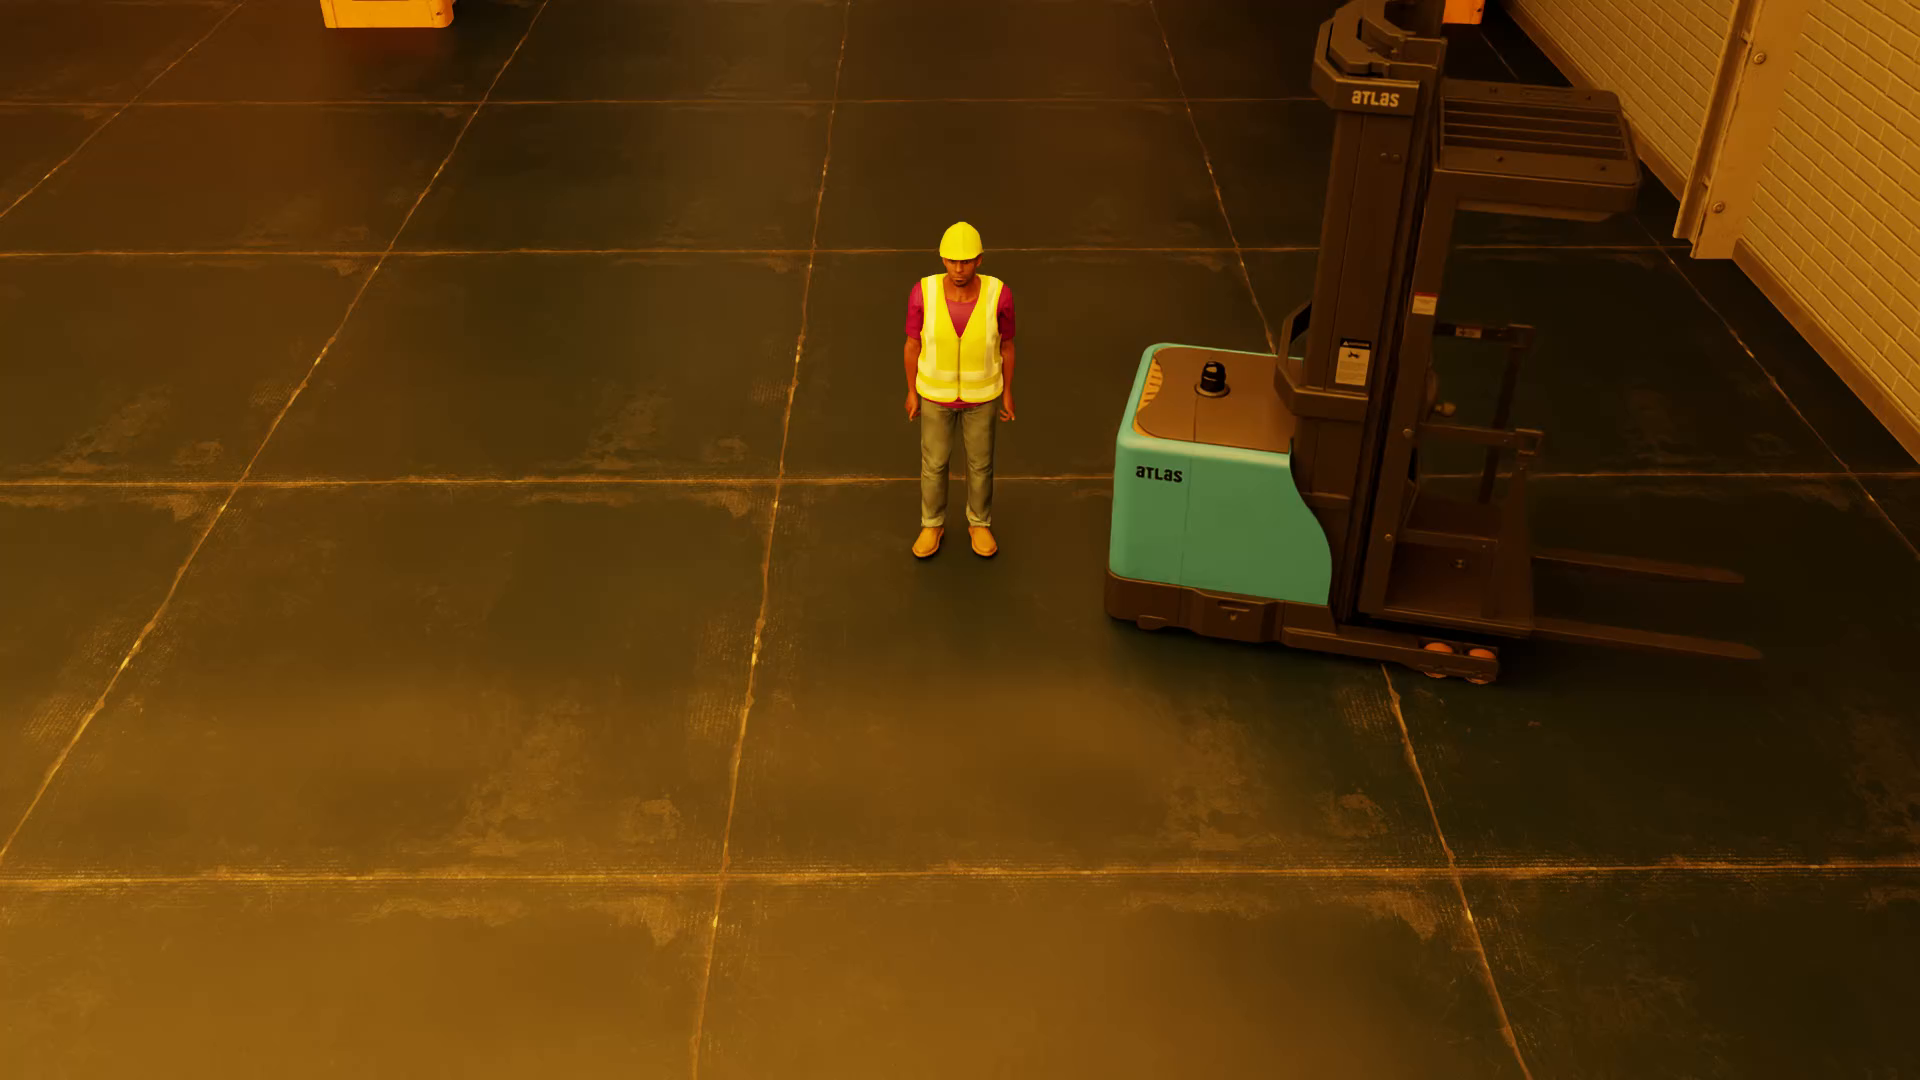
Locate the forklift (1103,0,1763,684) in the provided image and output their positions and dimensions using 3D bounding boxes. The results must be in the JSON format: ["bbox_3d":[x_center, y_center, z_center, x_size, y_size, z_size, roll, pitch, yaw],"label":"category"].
[{"bbox_3d":[2.280,-0.863,7.456,3.031,2.935,1.130,8,35,11],"label":"forklift"}]

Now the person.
[{"bbox_3d":[0.003,-0.726,8.284,0.556,1.770,0.395,0,35,-1],"label":"person"}]
